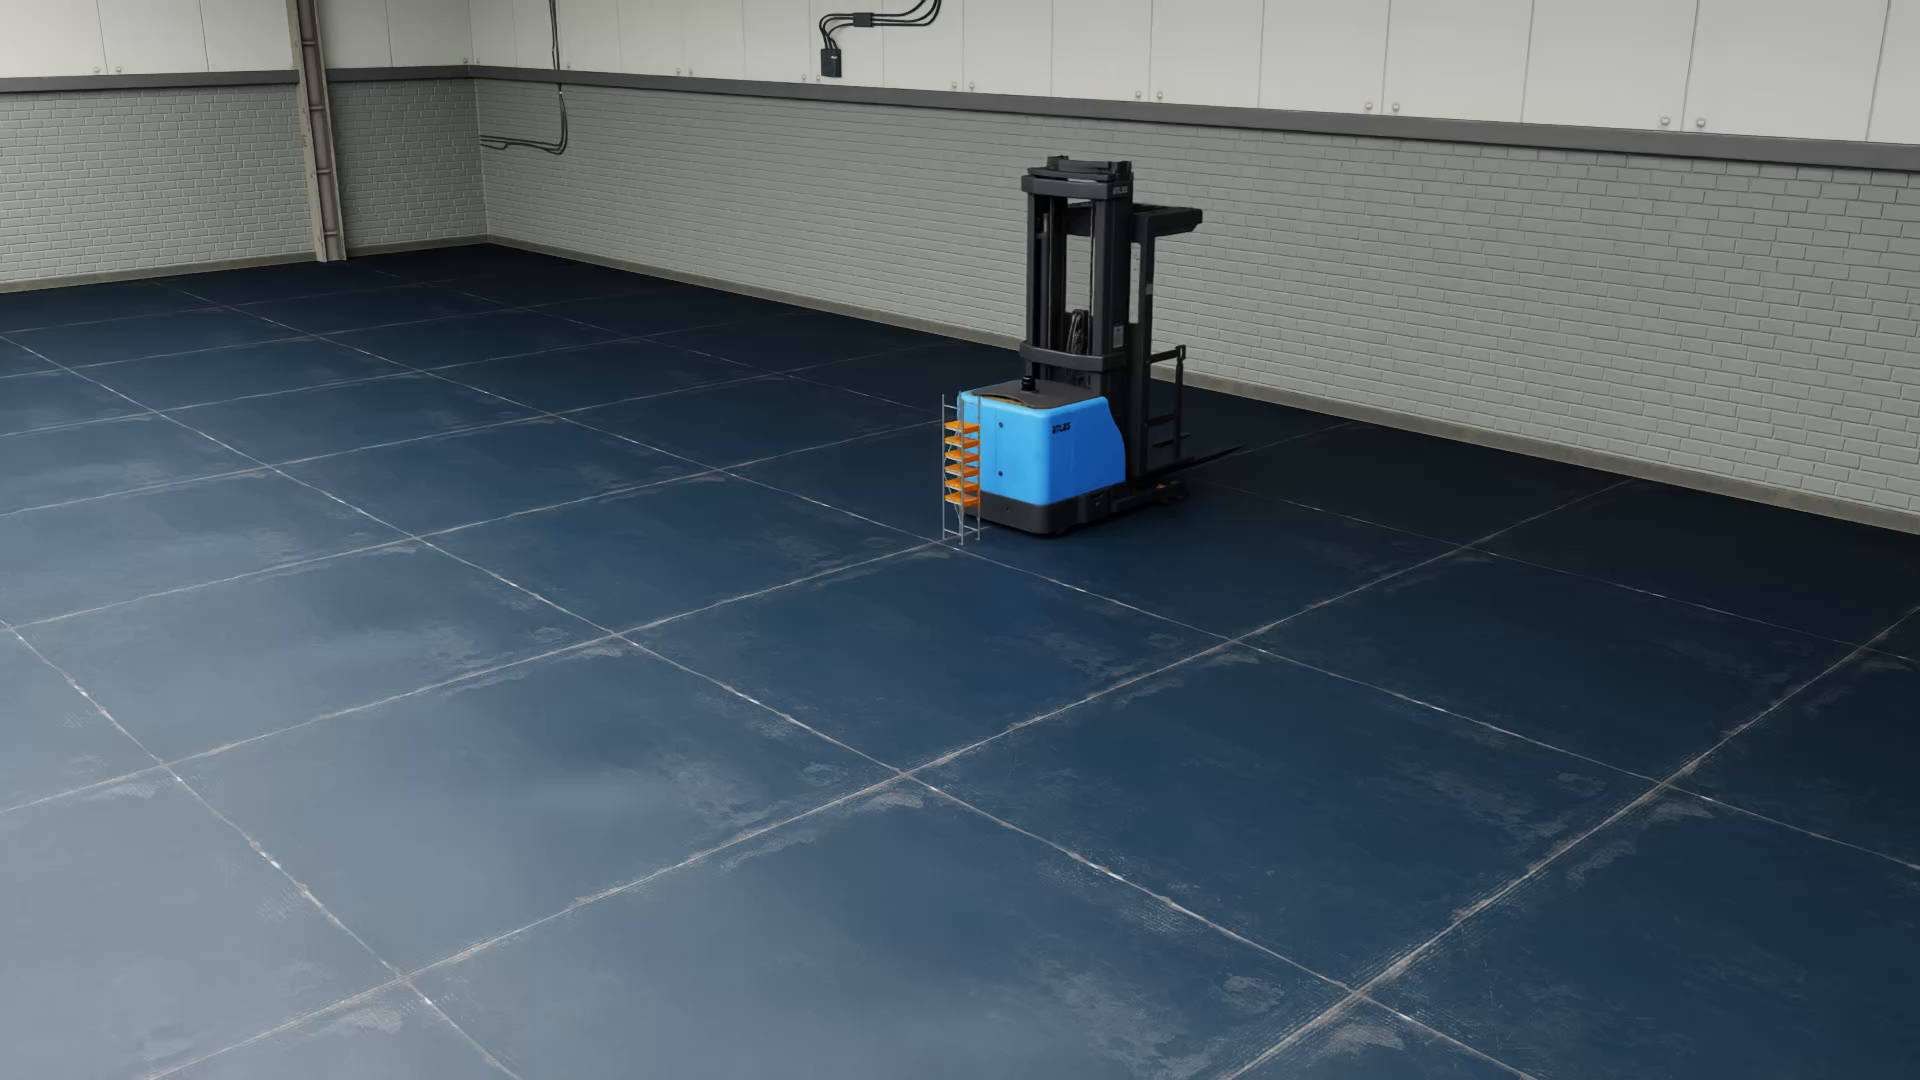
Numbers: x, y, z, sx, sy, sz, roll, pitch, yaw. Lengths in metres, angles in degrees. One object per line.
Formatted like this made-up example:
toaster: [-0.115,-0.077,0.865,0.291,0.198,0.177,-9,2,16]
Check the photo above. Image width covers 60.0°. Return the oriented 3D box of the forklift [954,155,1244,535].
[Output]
forklift: [1.345,-1.807,14.305,1.130,2.935,3.031,17,24,42]

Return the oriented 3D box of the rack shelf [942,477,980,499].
rack shelf: [0.011,-0.417,13.360,0.180,0.103,0.258,-16,24,-41]

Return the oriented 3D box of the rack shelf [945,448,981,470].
rack shelf: [0.011,-0.646,13.286,0.180,0.103,0.258,-16,24,-41]

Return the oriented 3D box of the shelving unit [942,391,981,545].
shelving unit: [0.011,-0.574,13.309,0.189,1.200,0.258,-16,24,-41]

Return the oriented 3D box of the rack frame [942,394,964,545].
rack frame: [-0.056,-0.554,13.249,0.006,1.200,0.240,-16,24,-41]

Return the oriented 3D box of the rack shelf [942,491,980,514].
rack shelf: [0.011,-0.303,13.397,0.180,0.103,0.258,-16,24,-41]

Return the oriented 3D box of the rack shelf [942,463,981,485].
rack shelf: [0.011,-0.532,13.323,0.180,0.103,0.258,-16,24,-41]

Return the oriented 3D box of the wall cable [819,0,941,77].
wall cable: [-1.043,-8.820,20.583,0.169,6.003,2.305,-16,24,-41]

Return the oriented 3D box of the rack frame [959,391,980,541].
rack frame: [0.077,-0.593,13.369,0.006,1.200,0.240,-16,24,-41]

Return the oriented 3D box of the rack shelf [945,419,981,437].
rack shelf: [0.011,-0.874,13.212,0.180,0.103,0.258,-16,24,-41]

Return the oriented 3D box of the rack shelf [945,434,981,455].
rack shelf: [0.011,-0.760,13.249,0.180,0.103,0.258,-16,24,-41]

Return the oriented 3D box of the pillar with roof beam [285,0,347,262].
pillar with roof beam: [-7.646,-8.040,23.693,0.400,9.000,9.100,-16,24,-41]

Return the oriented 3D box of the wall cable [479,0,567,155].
wall cable: [-7.554,-7.856,28.159,0.112,2.526,3.097,-16,24,-41]
